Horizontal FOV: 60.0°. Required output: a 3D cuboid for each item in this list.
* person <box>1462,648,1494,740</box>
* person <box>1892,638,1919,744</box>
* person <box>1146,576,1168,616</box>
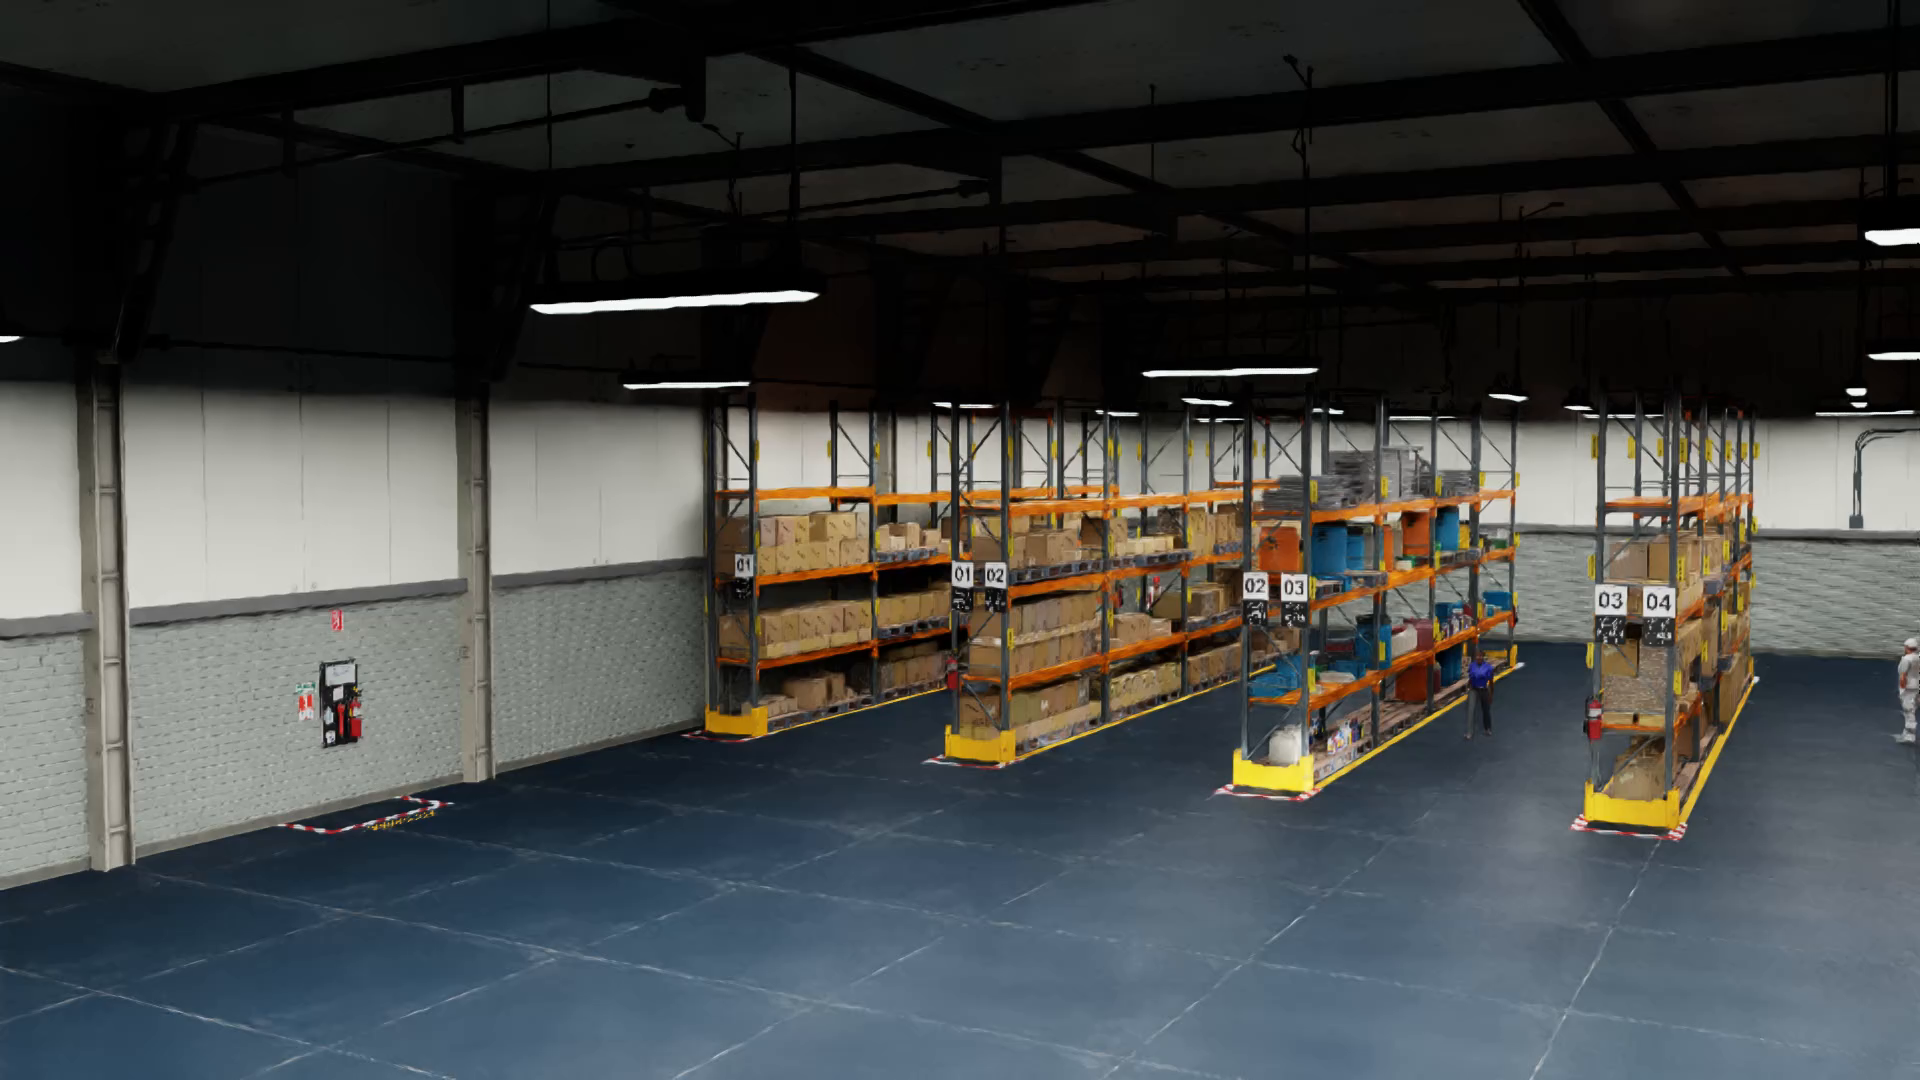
[{"bbox_3d":[9.006,2.642,28.782,0.445,1.574,1.081,2,3,27],"label":"person"},{"bbox_3d":[16.168,2.558,28.408,0.608,1.787,0.489,-2,4,-31],"label":"person"},{"bbox_3d":[5.147,1.786,43.464,0.688,1.719,0.819,1,3,11],"label":"person"}]
